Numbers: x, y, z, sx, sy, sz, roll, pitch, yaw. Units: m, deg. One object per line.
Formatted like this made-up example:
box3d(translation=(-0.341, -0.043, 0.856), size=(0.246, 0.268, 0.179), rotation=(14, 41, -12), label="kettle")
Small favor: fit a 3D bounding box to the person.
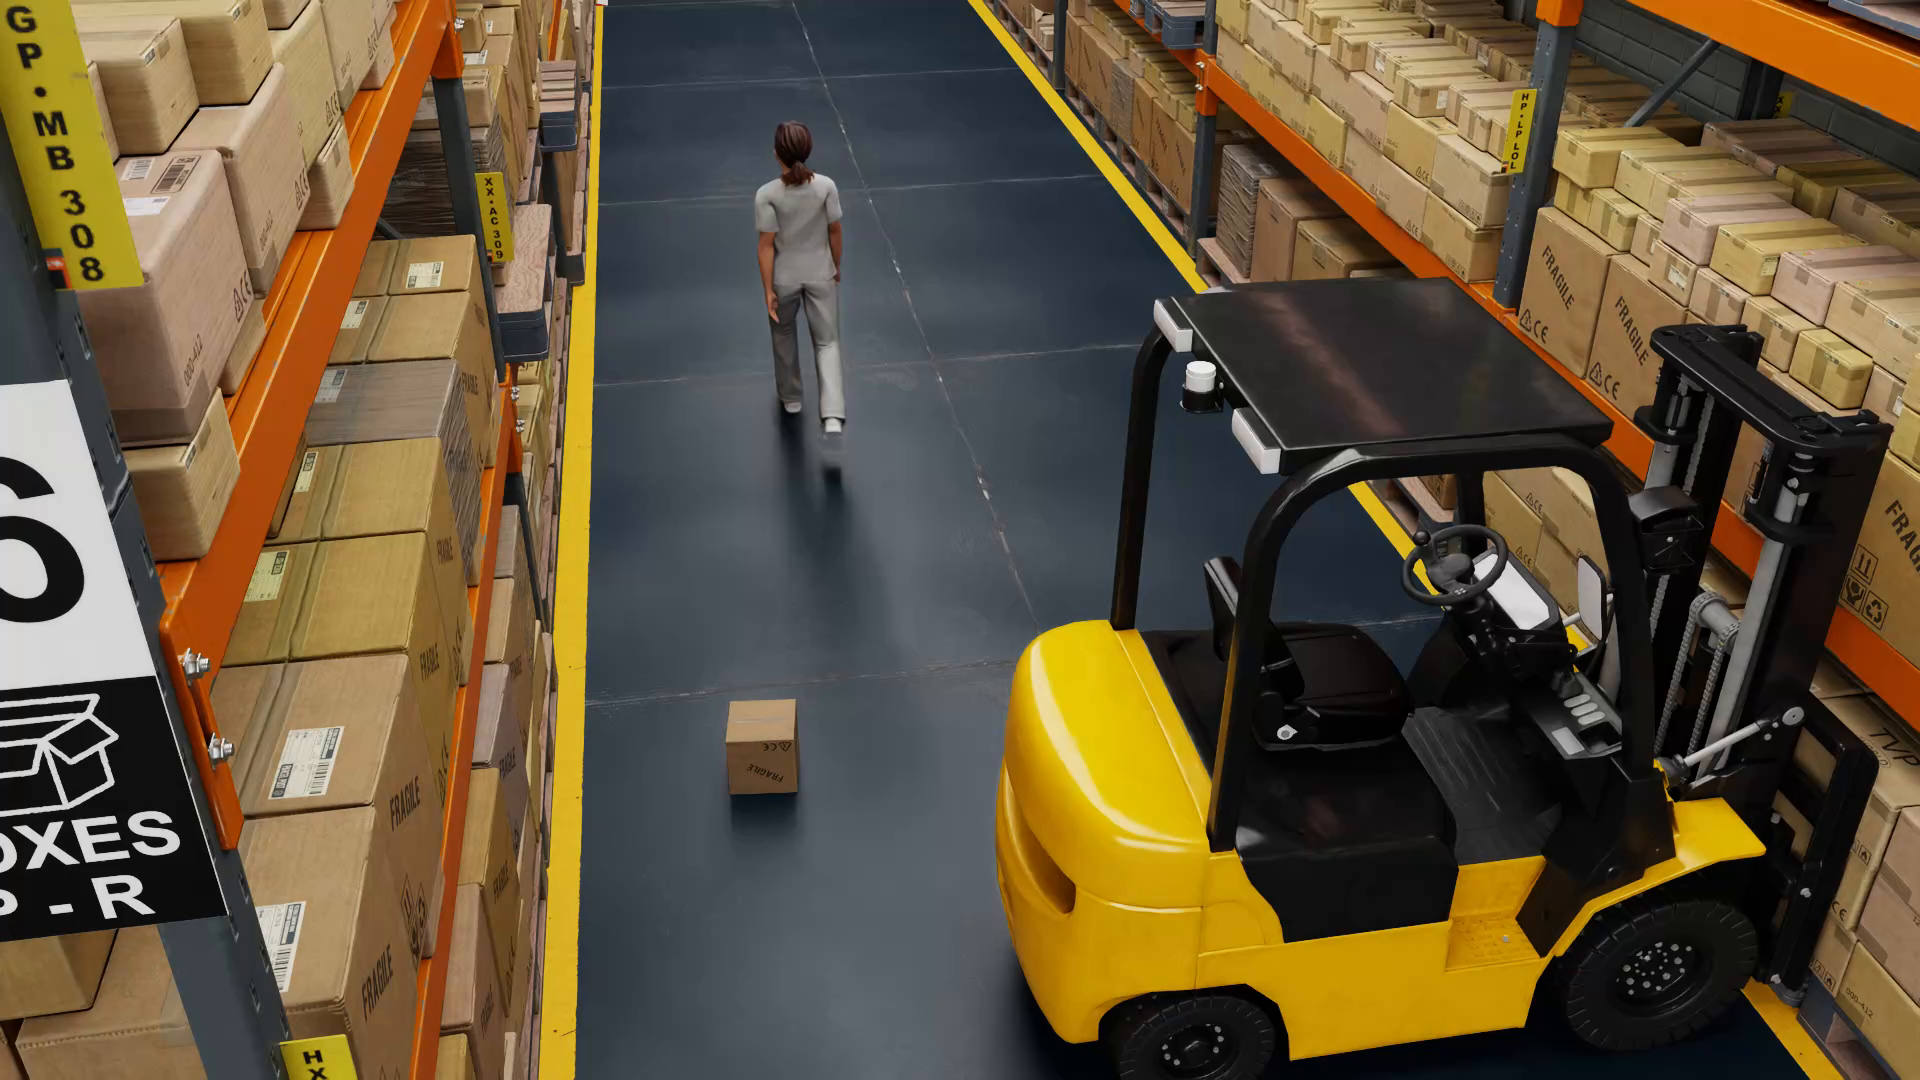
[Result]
box3d(translation=(-0.787, -1.288, 8.291), size=(0.442, 1.630, 0.969), rotation=(-6, 31, -11), label="person")
